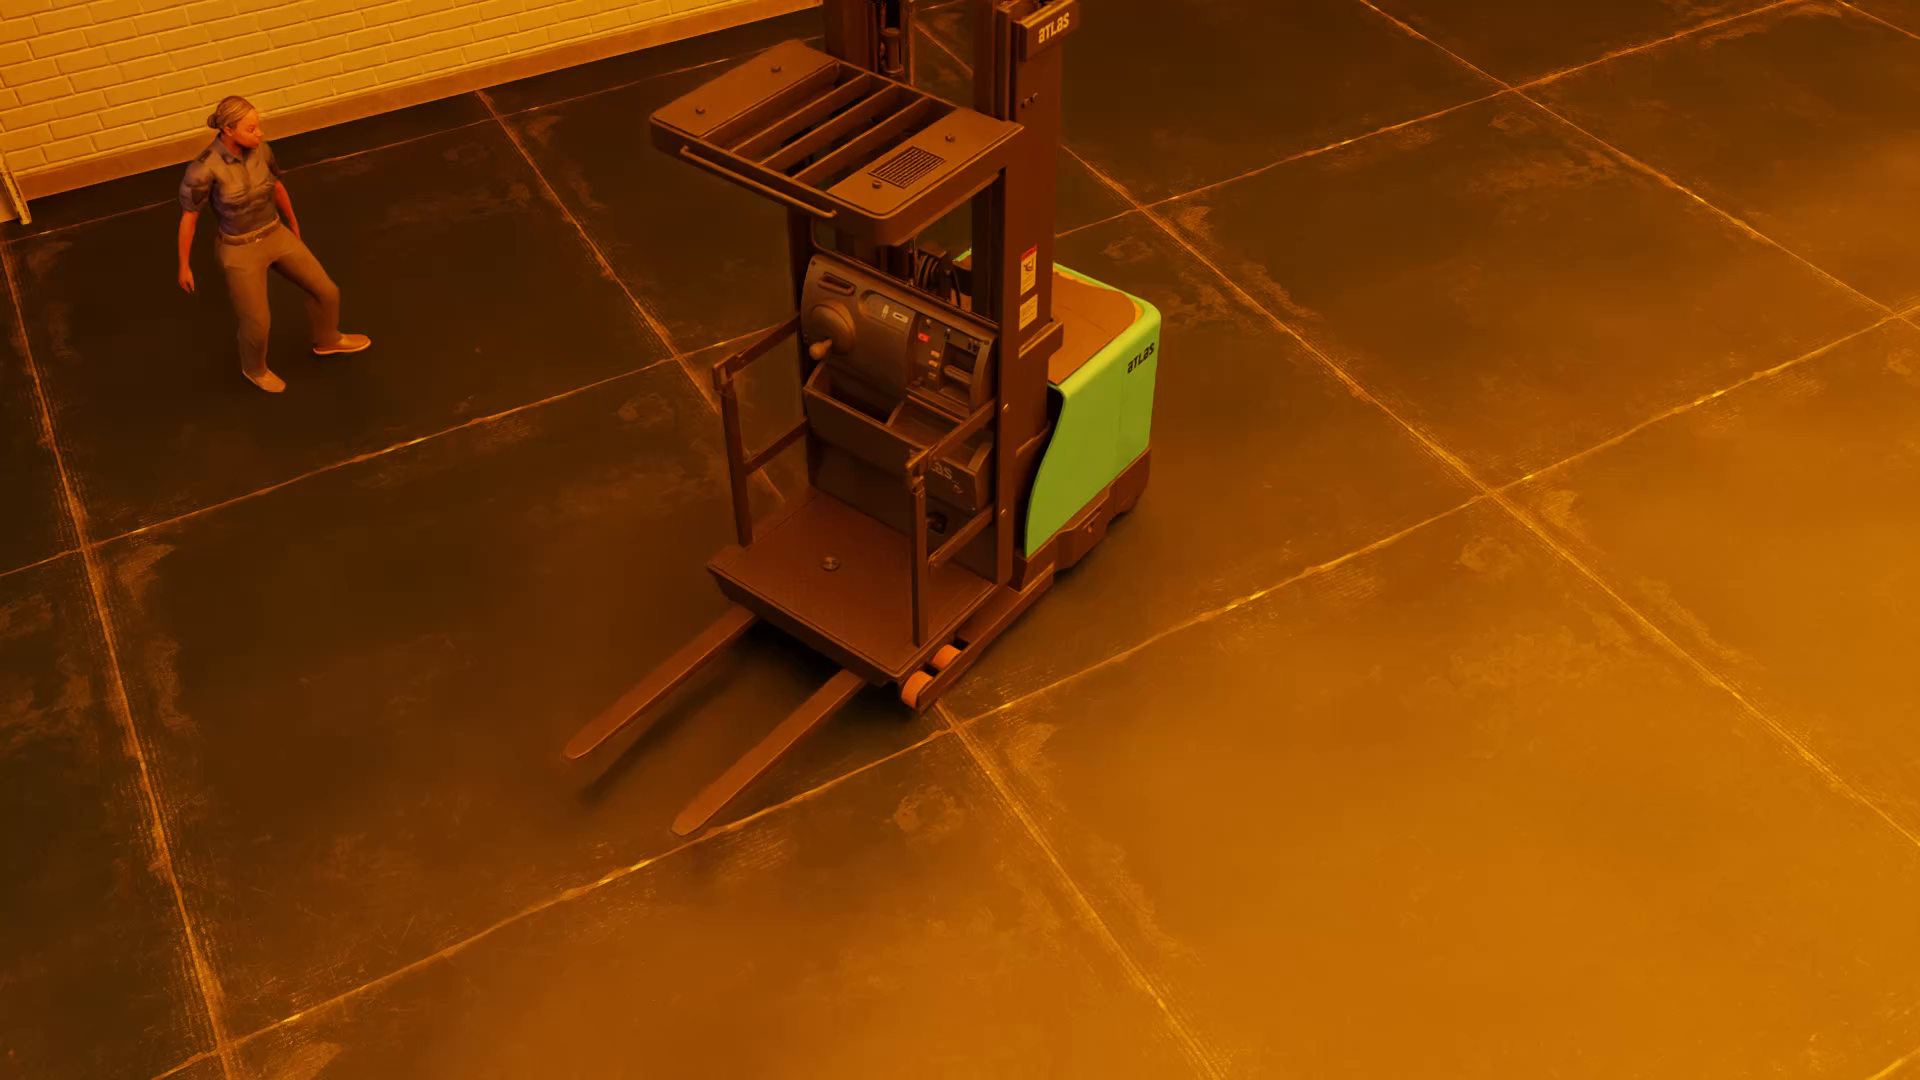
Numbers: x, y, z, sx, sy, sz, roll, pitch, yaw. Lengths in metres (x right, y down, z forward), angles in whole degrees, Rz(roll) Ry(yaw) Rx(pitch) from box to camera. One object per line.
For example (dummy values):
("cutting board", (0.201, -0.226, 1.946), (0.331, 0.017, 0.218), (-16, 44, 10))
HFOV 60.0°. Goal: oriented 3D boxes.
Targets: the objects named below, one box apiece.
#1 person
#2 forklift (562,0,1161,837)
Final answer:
("person", (-3.512, -1.462, 8.279), (0.409, 1.632, 0.812), (28, 50, 27))
("forklift", (-0.390, -0.735, 6.490), (1.130, 2.935, 3.031), (28, 50, 27))
